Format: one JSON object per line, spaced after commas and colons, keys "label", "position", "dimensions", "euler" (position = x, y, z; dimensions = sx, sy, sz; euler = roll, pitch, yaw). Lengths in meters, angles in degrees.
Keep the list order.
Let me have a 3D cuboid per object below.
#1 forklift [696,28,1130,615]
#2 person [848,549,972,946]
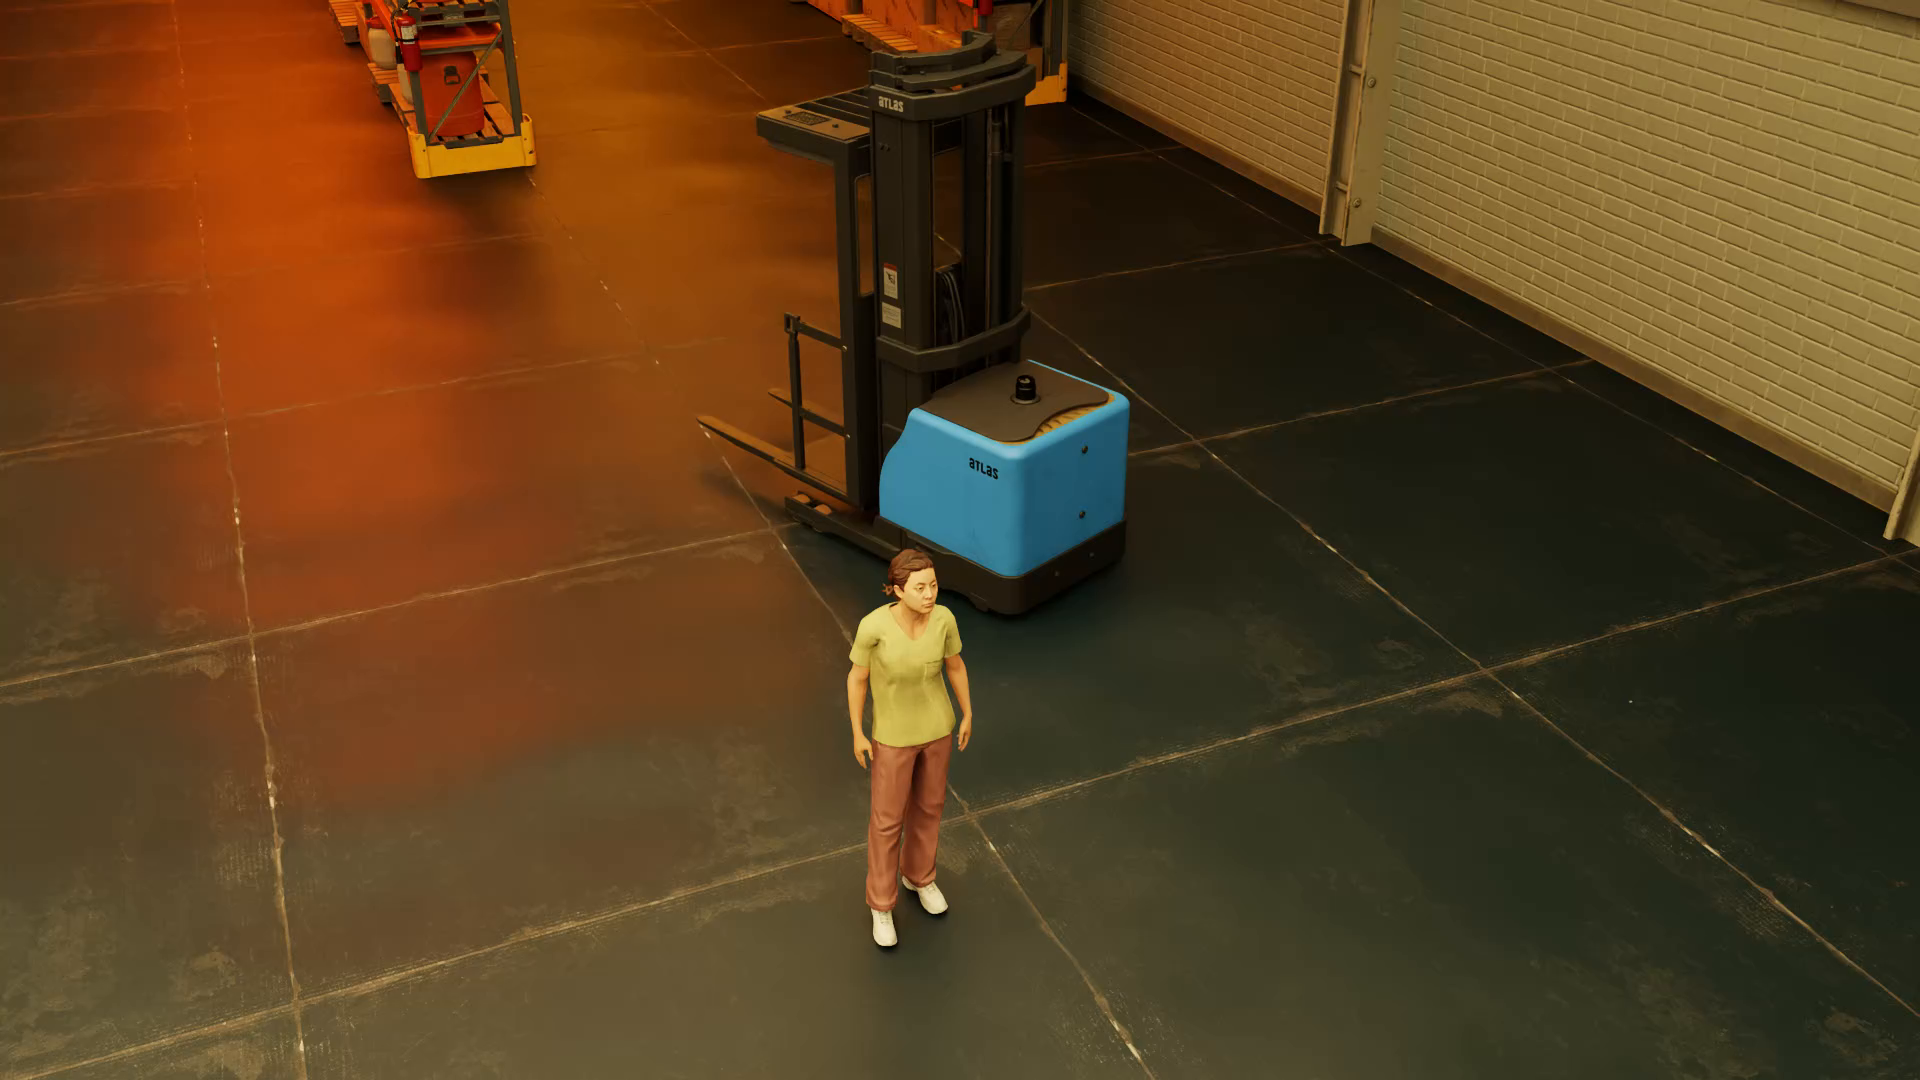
{"label": "forklift", "position": [-0.436, -1.483, 9.714], "dimensions": [3.031, 2.935, 1.130], "euler": [26, 39, 37]}
{"label": "person", "position": [-0.180, 0.839, 6.902], "dimensions": [0.553, 1.673, 0.548], "euler": [-12, 32, -19]}
